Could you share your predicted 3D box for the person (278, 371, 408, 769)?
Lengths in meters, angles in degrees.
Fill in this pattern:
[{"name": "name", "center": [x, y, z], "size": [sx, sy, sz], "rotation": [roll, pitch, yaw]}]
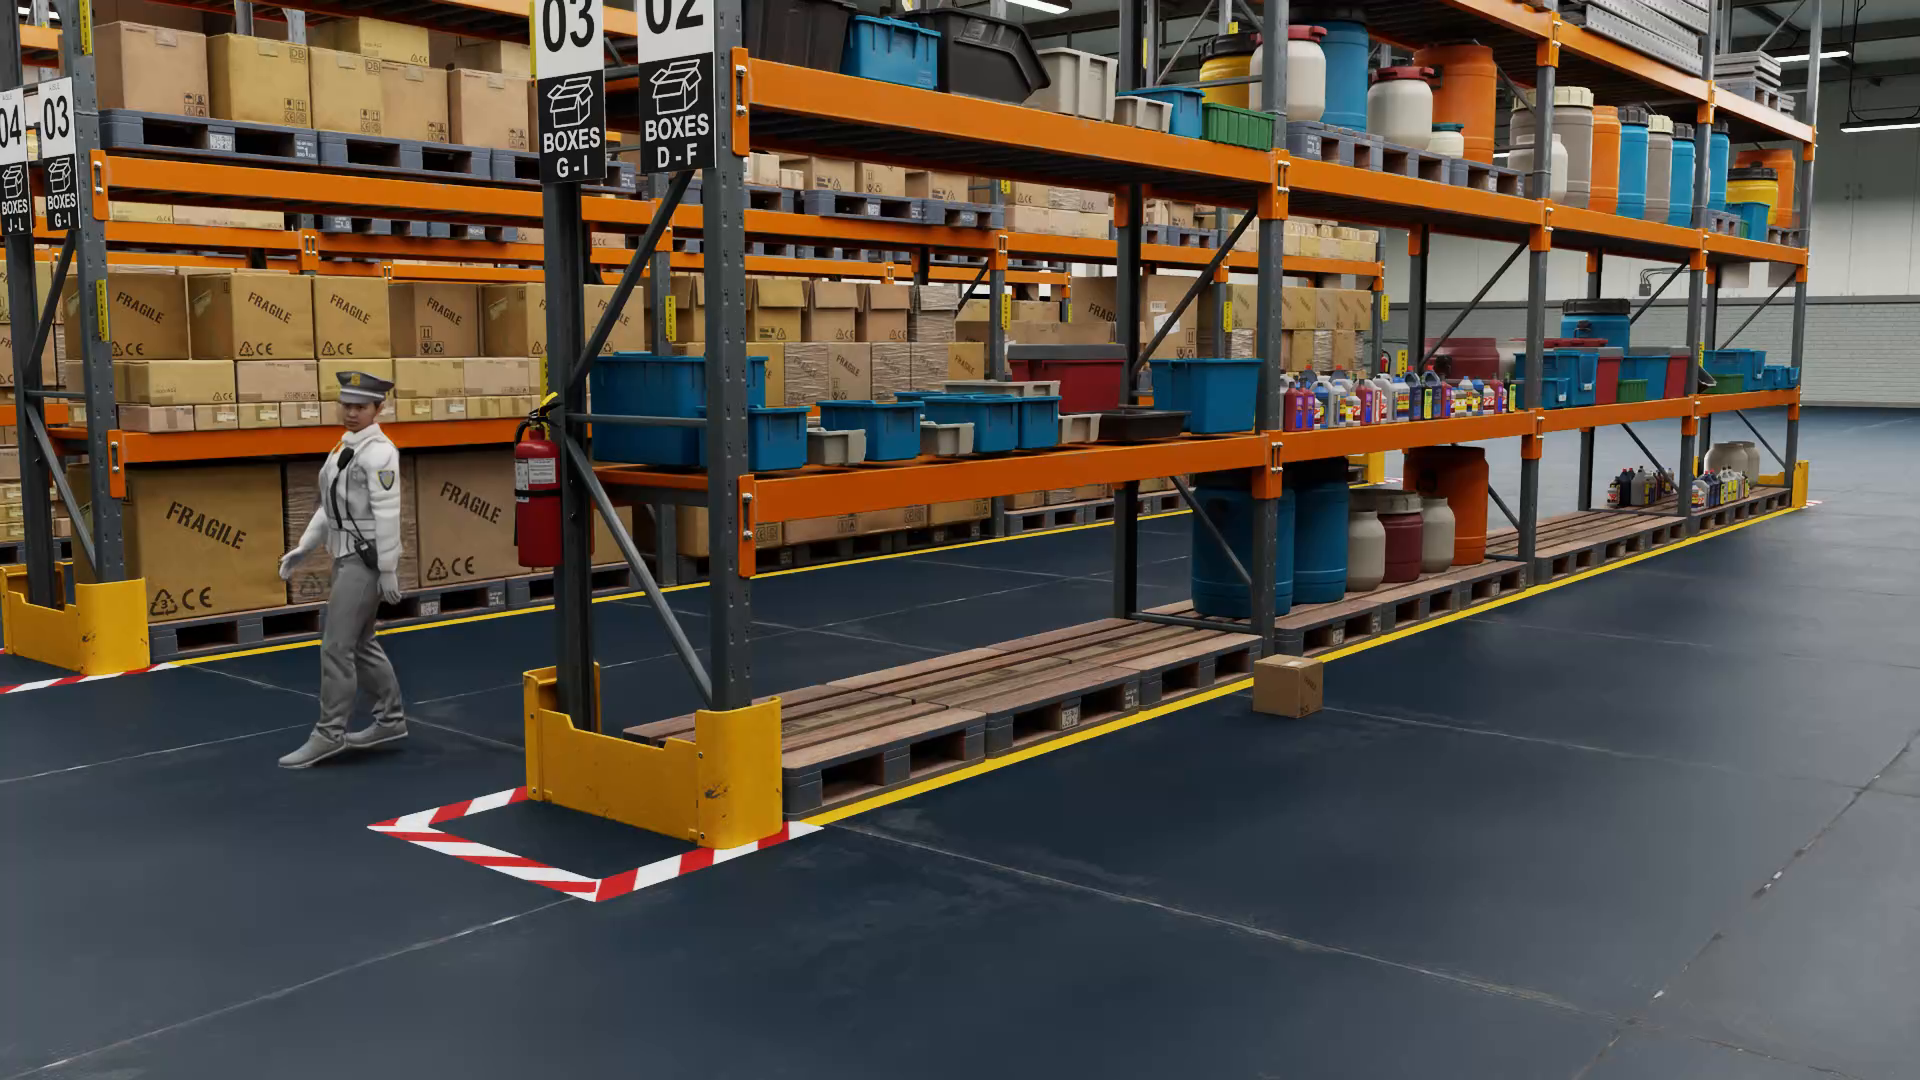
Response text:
[{"name": "person", "center": [-2.650, 0.128, 7.105], "size": [0.558, 1.694, 0.512], "rotation": [-4, 8, -32]}]
